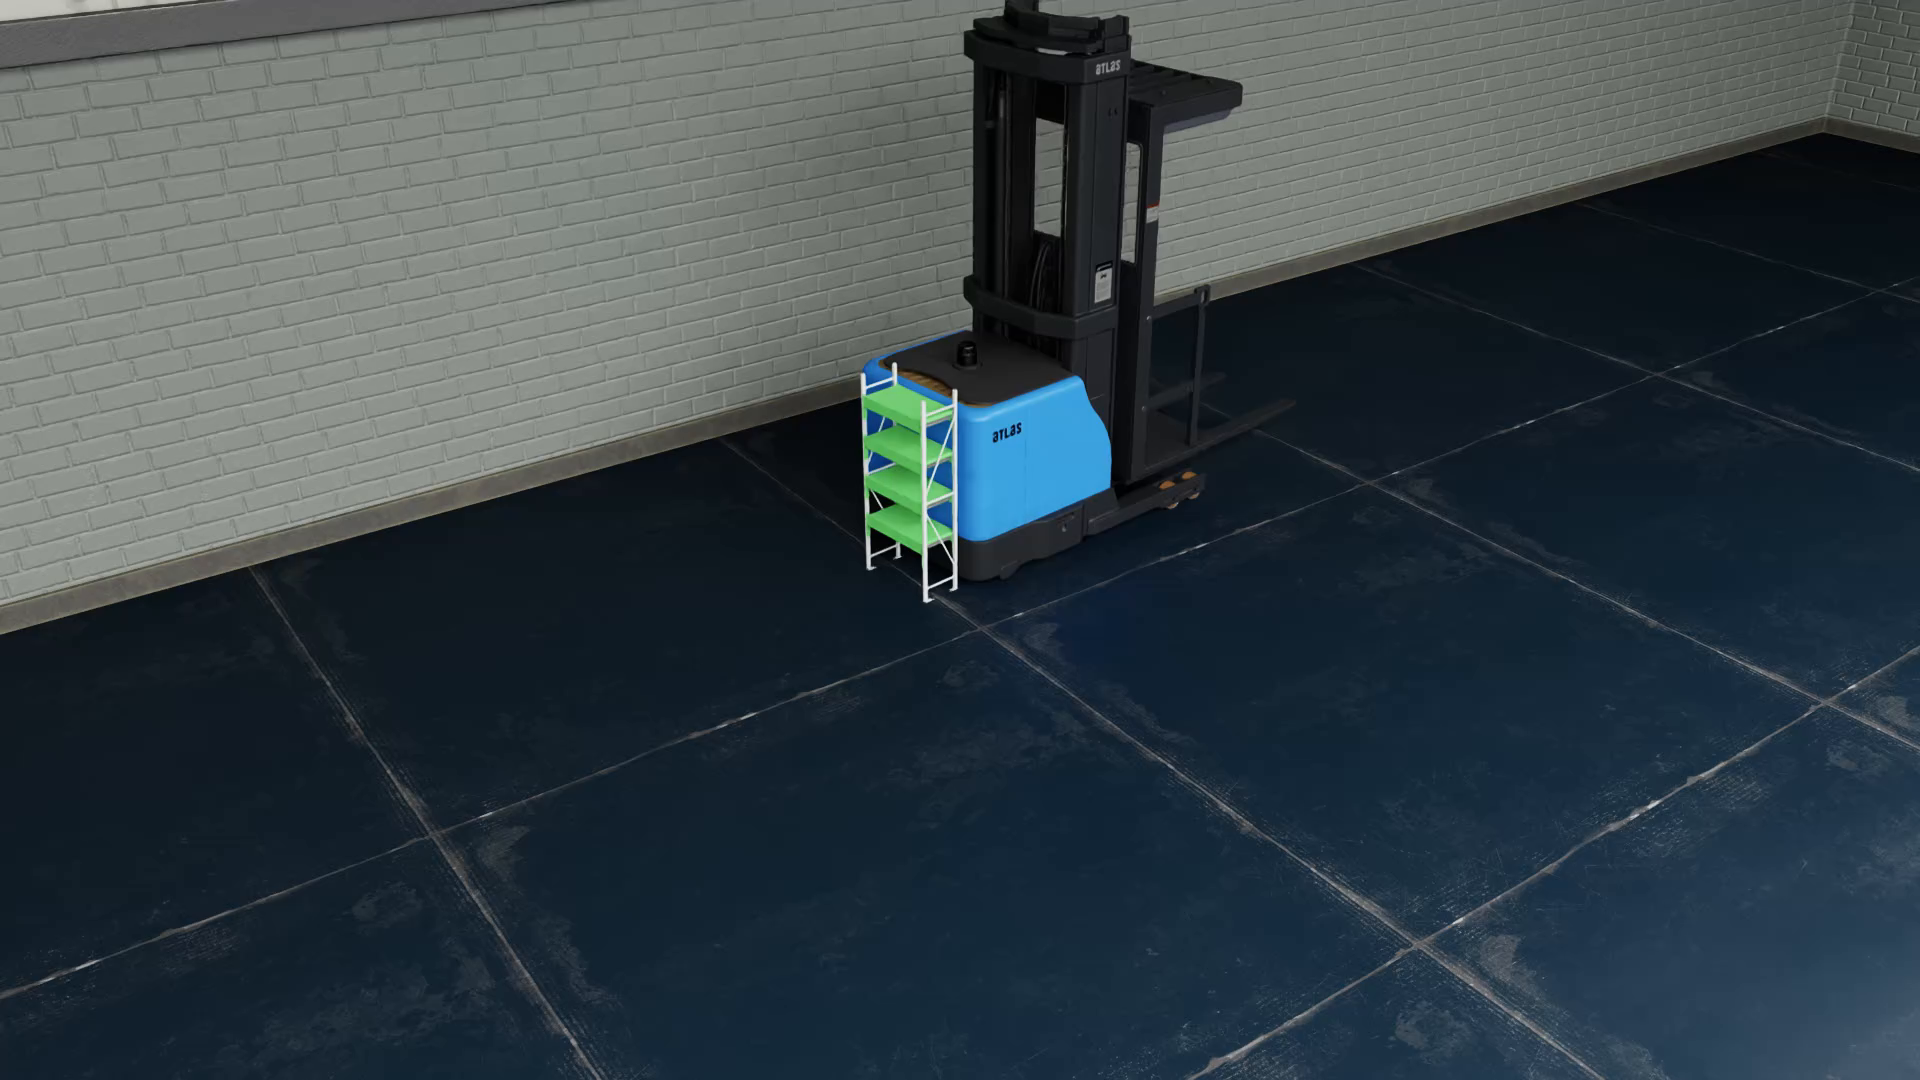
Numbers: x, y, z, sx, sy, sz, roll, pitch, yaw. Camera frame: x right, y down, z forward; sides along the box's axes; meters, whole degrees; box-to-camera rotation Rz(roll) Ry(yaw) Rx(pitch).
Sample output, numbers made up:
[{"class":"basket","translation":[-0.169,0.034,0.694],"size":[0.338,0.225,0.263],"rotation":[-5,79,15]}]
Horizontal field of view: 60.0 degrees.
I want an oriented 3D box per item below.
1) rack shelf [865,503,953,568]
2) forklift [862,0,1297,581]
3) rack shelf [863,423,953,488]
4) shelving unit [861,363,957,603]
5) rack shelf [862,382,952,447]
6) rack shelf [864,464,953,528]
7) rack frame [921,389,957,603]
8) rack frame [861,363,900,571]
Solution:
[{"class":"rack shelf","translation":[-0.273,-0.039,9.202],"size":[0.258,0.148,0.480],"rotation":[-23,36,-36]},{"class":"forklift","translation":[0.871,-1.644,9.707],"size":[3.031,2.935,1.130],"rotation":[-23,36,-36]},{"class":"rack shelf","translation":[-0.273,-0.461,8.973],"size":[0.258,0.148,0.480],"rotation":[-23,36,-36]},{"class":"shelving unit","translation":[-0.273,-0.306,9.057],"size":[0.258,1.200,0.503],"rotation":[-23,36,-36]},{"class":"rack shelf","translation":[-0.273,-0.672,8.858],"size":[0.258,0.148,0.480],"rotation":[-23,36,-36]},{"class":"rack shelf","translation":[-0.273,-0.250,9.087],"size":[0.258,0.148,0.480],"rotation":[-23,36,-36]},{"class":"rack frame","translation":[-0.109,-0.220,8.898],"size":[0.240,1.200,0.015],"rotation":[-23,36,-36]},{"class":"rack frame","translation":[-0.437,-0.392,9.215],"size":[0.240,1.200,0.015],"rotation":[-23,36,-36]}]
